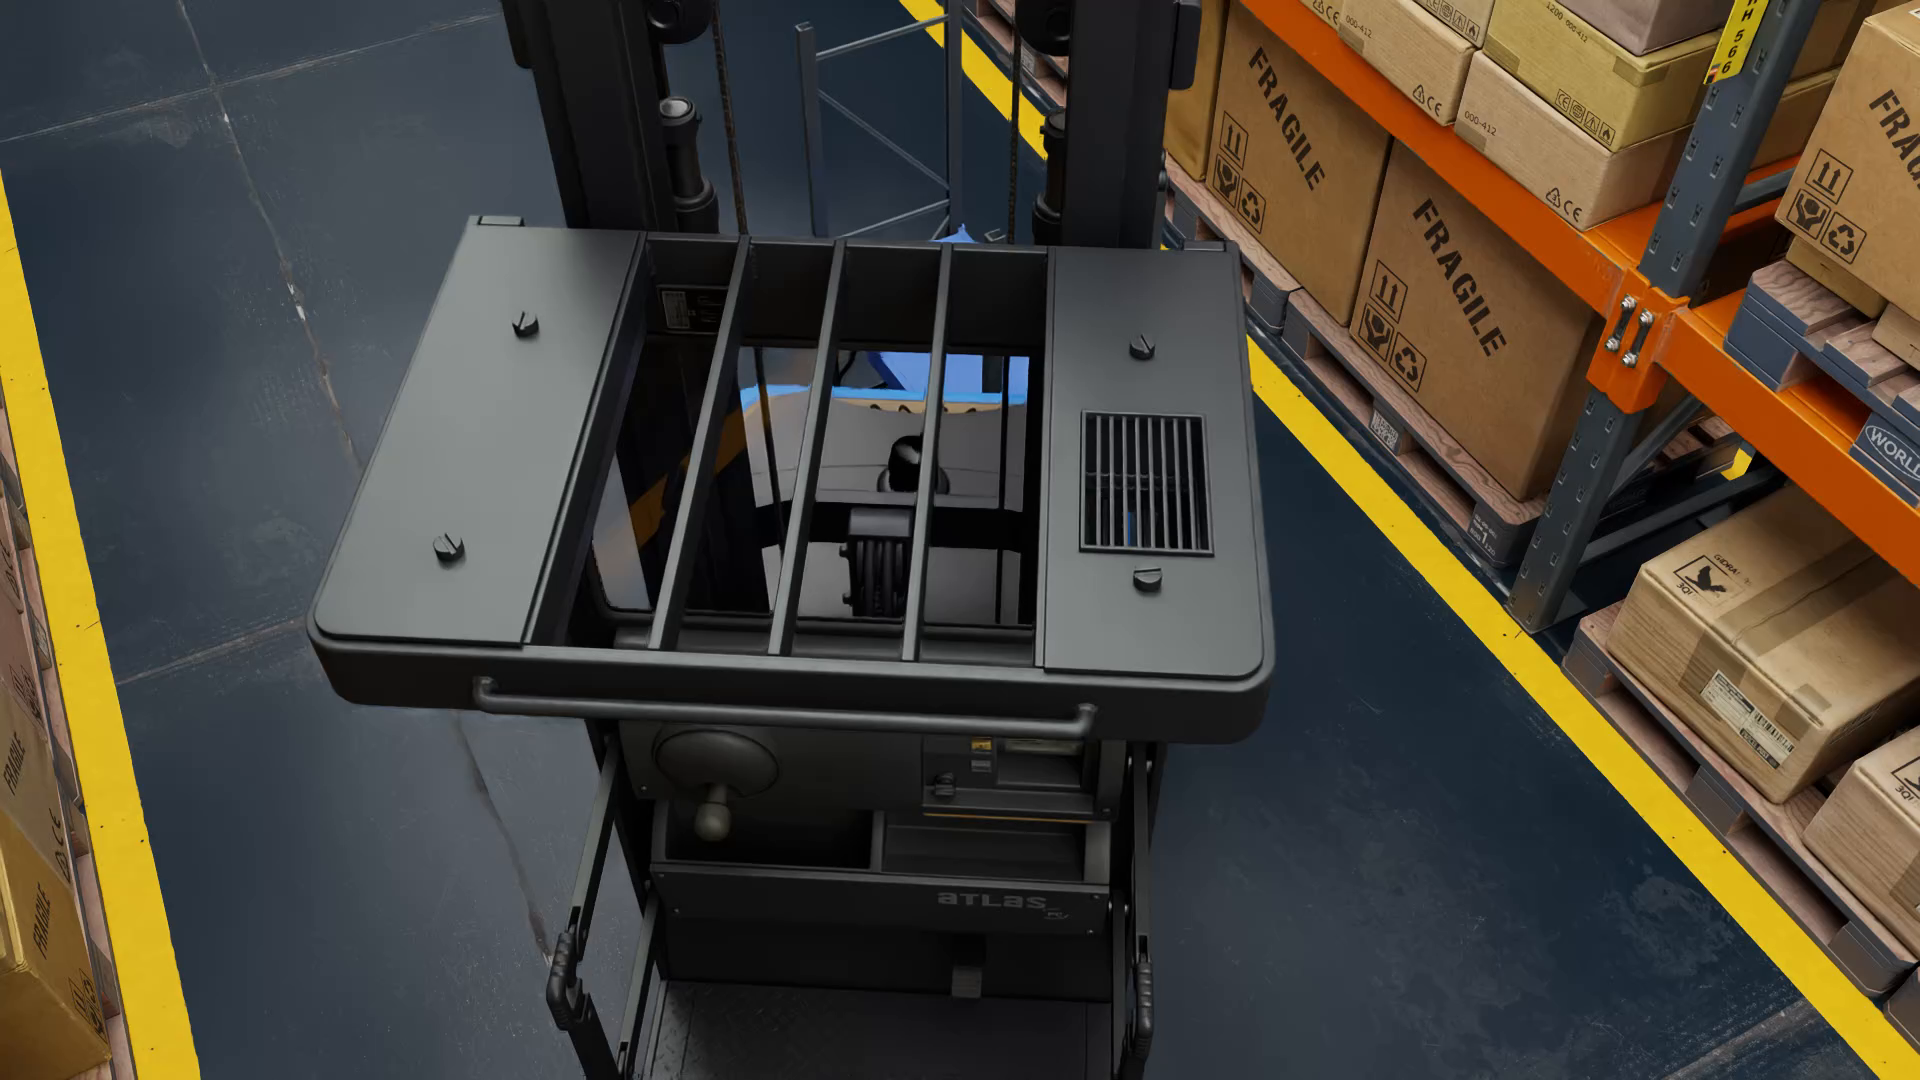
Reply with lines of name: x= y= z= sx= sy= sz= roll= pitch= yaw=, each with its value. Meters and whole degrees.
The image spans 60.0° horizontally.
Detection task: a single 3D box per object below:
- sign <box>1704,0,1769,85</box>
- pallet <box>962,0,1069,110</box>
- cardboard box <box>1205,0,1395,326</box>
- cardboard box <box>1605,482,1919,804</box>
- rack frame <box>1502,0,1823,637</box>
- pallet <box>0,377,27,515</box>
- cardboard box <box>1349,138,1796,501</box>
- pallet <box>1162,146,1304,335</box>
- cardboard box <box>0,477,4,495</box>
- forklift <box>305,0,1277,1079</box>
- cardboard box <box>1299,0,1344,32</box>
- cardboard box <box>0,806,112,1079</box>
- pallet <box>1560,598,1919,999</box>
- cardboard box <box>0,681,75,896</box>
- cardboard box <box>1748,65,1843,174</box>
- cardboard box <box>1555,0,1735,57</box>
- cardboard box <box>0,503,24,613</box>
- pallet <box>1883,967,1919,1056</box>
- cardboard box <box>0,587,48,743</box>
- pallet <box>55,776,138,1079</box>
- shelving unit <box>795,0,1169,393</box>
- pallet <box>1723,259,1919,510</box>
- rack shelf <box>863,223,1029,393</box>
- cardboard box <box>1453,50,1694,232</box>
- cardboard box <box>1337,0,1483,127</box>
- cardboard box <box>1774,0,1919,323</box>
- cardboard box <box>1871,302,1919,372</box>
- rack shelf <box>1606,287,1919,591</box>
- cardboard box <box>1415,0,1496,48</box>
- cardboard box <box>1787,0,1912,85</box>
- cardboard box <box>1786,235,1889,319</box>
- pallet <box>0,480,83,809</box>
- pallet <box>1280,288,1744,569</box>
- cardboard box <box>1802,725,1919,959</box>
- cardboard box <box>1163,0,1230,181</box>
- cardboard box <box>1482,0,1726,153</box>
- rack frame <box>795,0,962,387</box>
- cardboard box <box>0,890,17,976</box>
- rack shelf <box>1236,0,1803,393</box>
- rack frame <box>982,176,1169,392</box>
sign: x=1.634 y=-1.097 z=3.447 sx=0.100 sy=0.325 sz=0.005 roll=-21 pitch=52 yaw=-18
pallet: x=0.716 y=-2.178 z=7.014 sx=1.003 sy=0.211 sz=1.213 roll=-21 pitch=52 yaw=-18
cardboard box: x=1.480 y=-1.437 z=5.647 sx=0.875 sy=0.875 sz=0.875 roll=-21 pitch=52 yaw=-17
cardboard box: x=2.376 y=0.199 z=4.550 sx=0.950 sy=0.372 sz=0.625 roll=-24 pitch=53 yaw=-20
rack frame: x=2.126 y=-0.909 z=4.052 sx=1.000 sy=3.000 sz=0.127 roll=-21 pitch=52 yaw=-18
pallet: x=-3.702 y=-0.375 z=5.438 sx=1.003 sy=0.211 sz=1.213 roll=-21 pitch=52 yaw=-18
cardboard box: x=1.884 y=-0.839 z=5.123 sx=0.875 sy=0.875 sz=0.875 roll=-22 pitch=52 yaw=-18
pallet: x=1.278 y=-1.360 z=6.299 sx=1.003 sy=0.211 sz=1.213 roll=-21 pitch=52 yaw=-18
cardboard box: x=-3.262 y=-0.377 z=4.969 sx=0.500 sy=0.500 sz=0.500 roll=-22 pitch=52 yaw=-18
forklift: x=-0.170 y=0.470 z=2.892 sx=1.130 sy=2.935 sz=3.031 roll=2 pitch=49 yaw=2
cardboard box: x=1.200 y=-1.788 z=4.921 sx=0.500 sy=0.250 sz=0.500 roll=-22 pitch=52 yaw=-18
cardboard box: x=-2.326 y=0.987 z=3.776 sx=0.500 sy=0.500 sz=0.500 roll=-23 pitch=53 yaw=-19
pallet: x=2.482 y=0.532 z=4.644 sx=1.003 sy=0.211 sz=1.213 roll=-21 pitch=52 yaw=-18
cardboard box: x=-2.559 y=0.652 z=4.069 sx=0.500 sy=0.500 sz=0.500 roll=-21 pitch=52 yaw=-17
cardboard box: x=2.126 y=-1.274 z=4.471 sx=0.500 sy=0.250 sz=0.500 roll=-22 pitch=52 yaw=-18
cardboard box: x=1.657 y=-1.527 z=3.862 sx=0.500 sy=0.500 sz=0.500 roll=-22 pitch=53 yaw=-18
cardboard box: x=-3.031 y=-0.032 z=4.667 sx=0.500 sy=0.500 sz=0.500 roll=-22 pitch=52 yaw=-18
pallet: x=3.037 y=1.348 z=3.931 sx=1.003 sy=0.211 sz=1.213 roll=-21 pitch=52 yaw=-18
cardboard box: x=-2.798 y=0.310 z=4.368 sx=0.500 sy=0.500 sz=0.500 roll=-22 pitch=53 yaw=-18
pallet: x=-2.585 y=1.258 z=4.009 sx=1.003 sy=0.211 sz=1.213 roll=-21 pitch=52 yaw=-18
shelving unit: x=0.031 y=-0.636 z=4.810 sx=0.538 sy=1.500 sz=1.048 roll=-23 pitch=53 yaw=-19
pallet: x=2.547 y=-0.406 z=3.739 sx=1.213 sy=0.211 sz=1.003 roll=-21 pitch=52 yaw=-18
rack shelf: x=0.031 y=-0.517 z=4.945 sx=0.538 sy=0.185 sz=1.000 roll=-23 pitch=53 yaw=-19
cardboard box: x=1.664 y=-1.109 z=4.327 sx=0.500 sy=0.250 sz=0.500 roll=-23 pitch=53 yaw=-19
cardboard box: x=1.416 y=-1.445 z=4.621 sx=0.500 sy=0.250 sz=0.500 roll=-20 pitch=52 yaw=-17
cardboard box: x=2.126 y=-0.797 z=3.412 sx=0.500 sy=0.500 sz=0.500 roll=-23 pitch=53 yaw=-19
cardboard box: x=2.209 y=-0.482 z=3.567 sx=0.380 sy=0.149 sz=0.250 roll=-24 pitch=53 yaw=-20
rack shelf: x=3.041 y=0.666 z=3.152 sx=1.077 sy=0.370 sz=4.000 roll=-21 pitch=52 yaw=-18
cardboard box: x=1.441 y=-1.603 z=4.427 sx=0.500 sy=0.250 sz=0.500 roll=-22 pitch=53 yaw=-18
cardboard box: x=2.114 y=-1.449 z=4.292 sx=0.500 sy=0.250 sz=0.500 roll=-22 pitch=52 yaw=-18
cardboard box: x=2.110 y=-0.683 z=3.743 sx=0.380 sy=0.149 sz=0.250 roll=-24 pitch=53 yaw=-20
pallet: x=-3.140 y=0.443 z=4.723 sx=1.003 sy=0.211 sz=1.213 roll=-21 pitch=52 yaw=-18
pallet: x=1.832 y=-0.545 z=5.586 sx=1.003 sy=0.211 sz=1.213 roll=-21 pitch=52 yaw=-18
cardboard box: x=2.721 y=0.690 z=4.120 sx=0.950 sy=0.372 sz=0.625 roll=-22 pitch=52 yaw=-18
cardboard box: x=1.071 y=-2.036 z=6.170 sx=0.875 sy=0.875 sz=0.875 roll=-20 pitch=52 yaw=-16
cardboard box: x=1.679 y=-1.261 z=4.128 sx=0.500 sy=0.250 sz=0.500 roll=-21 pitch=52 yaw=-18
rack frame: x=-0.219 y=-0.969 z=5.101 sx=0.500 sy=1.500 sz=0.032 roll=-23 pitch=53 yaw=-19
cardboard box: x=-2.329 y=0.756 z=3.479 sx=0.500 sy=0.250 sz=0.500 roll=-23 pitch=53 yaw=-19
rack shelf: x=1.211 y=-2.011 z=5.494 sx=1.077 sy=0.370 sz=4.000 roll=-21 pitch=52 yaw=-18
rack frame: x=0.281 y=-0.303 z=4.518 sx=0.500 sy=1.500 sz=0.032 roll=-23 pitch=53 yaw=-19
